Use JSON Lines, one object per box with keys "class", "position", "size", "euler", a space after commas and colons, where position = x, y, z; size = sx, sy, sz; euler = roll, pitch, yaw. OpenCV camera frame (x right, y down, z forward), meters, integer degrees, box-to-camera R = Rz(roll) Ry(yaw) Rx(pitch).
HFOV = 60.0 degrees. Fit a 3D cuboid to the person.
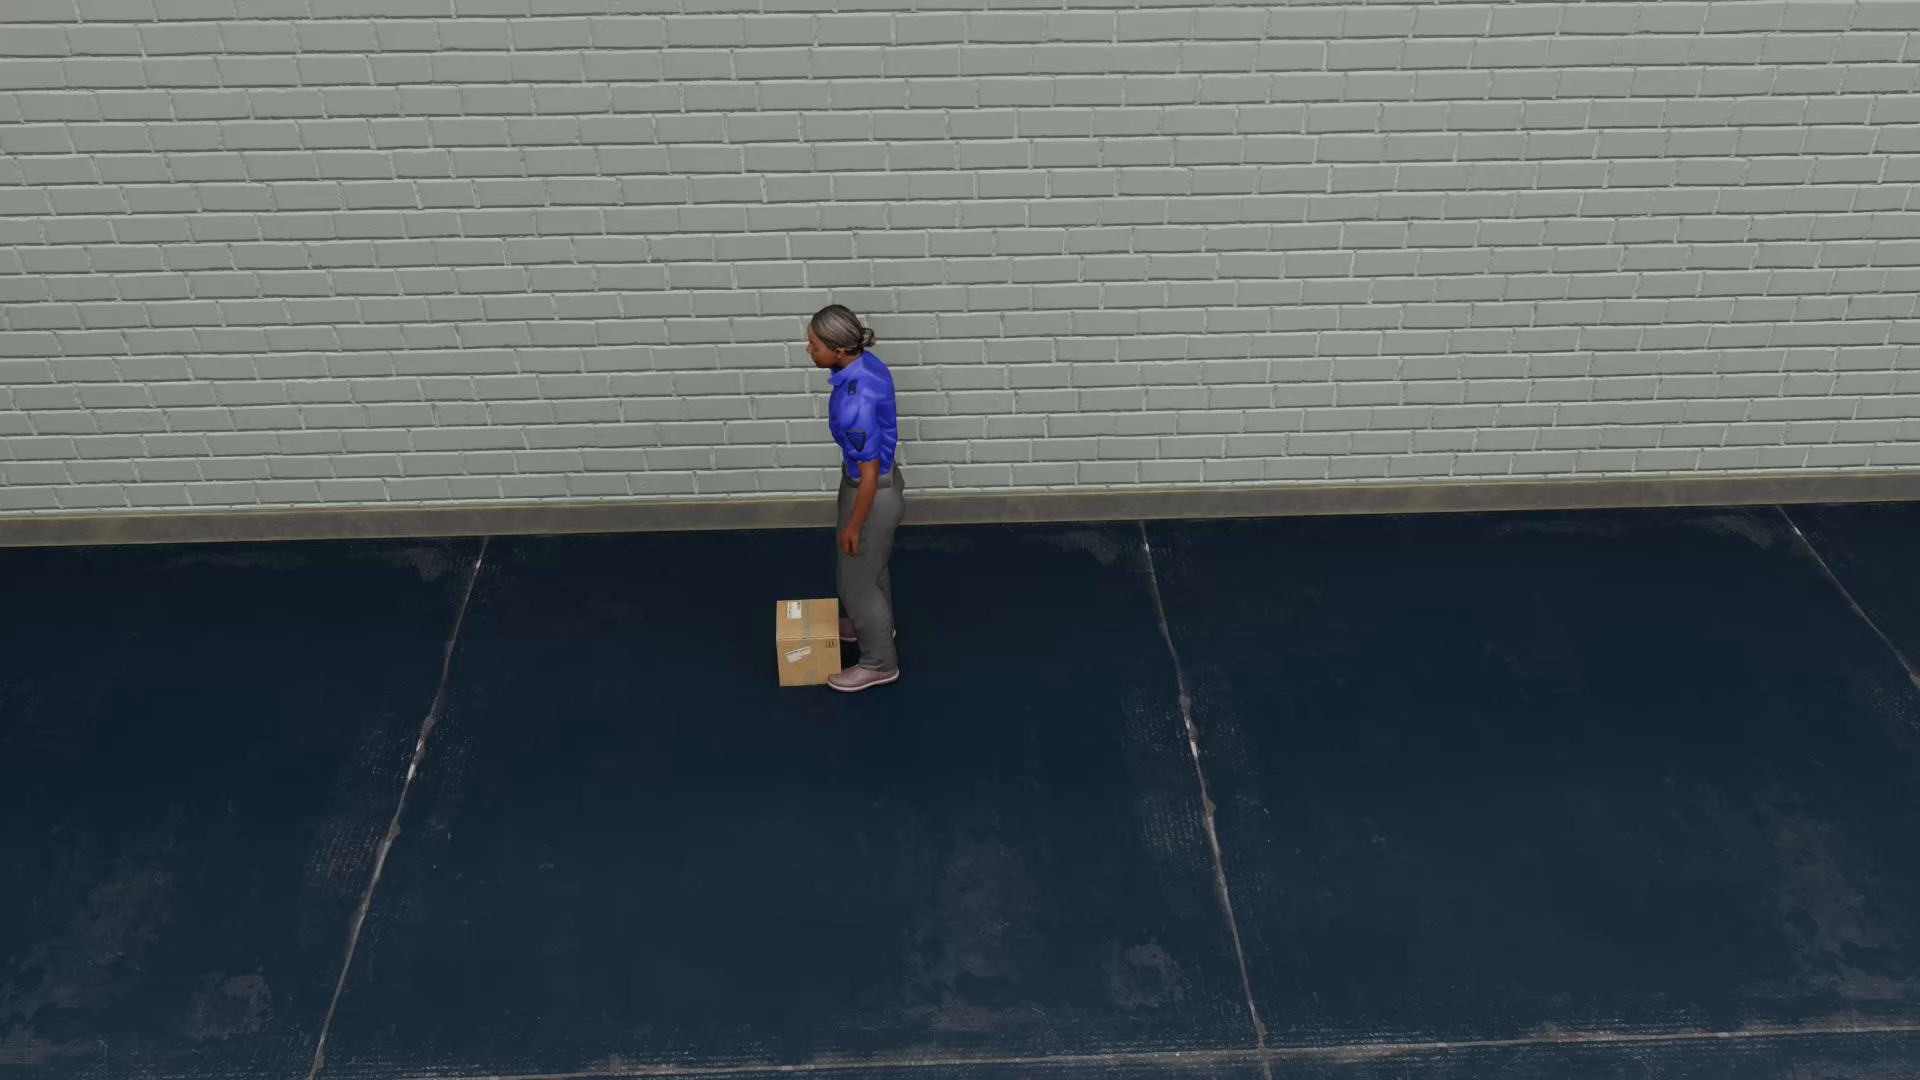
{"class": "person", "position": [-0.383, -0.169, 6.387], "size": [0.347, 1.655, 0.506], "euler": [-1, 35, -2]}
